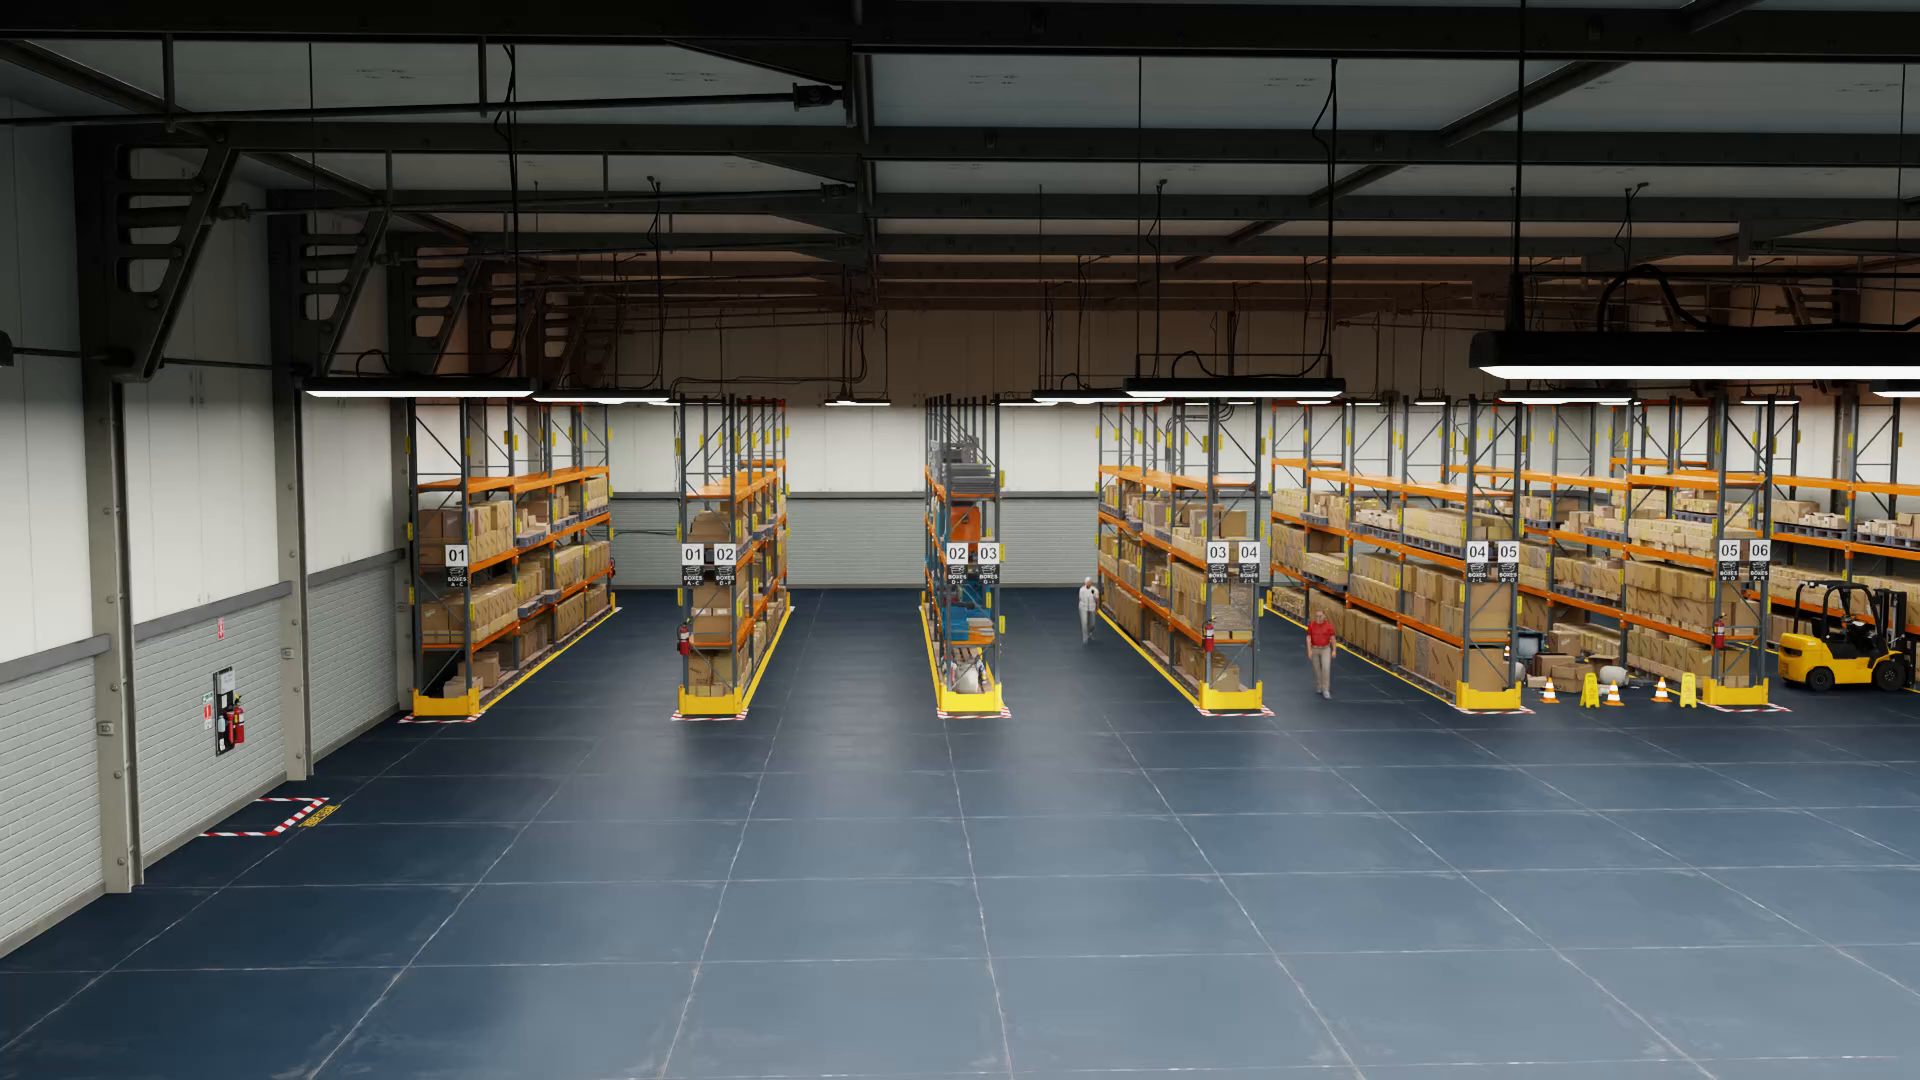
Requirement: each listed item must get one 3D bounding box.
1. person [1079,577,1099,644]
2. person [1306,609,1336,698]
[{"bbox_3d":[3.141,1.693,40.607,0.495,1.618,0.817,0,5,-4],"label":"person"},{"bbox_3d":[7.193,2.233,33.189,0.593,1.687,0.884,2,5,25],"label":"person"}]
